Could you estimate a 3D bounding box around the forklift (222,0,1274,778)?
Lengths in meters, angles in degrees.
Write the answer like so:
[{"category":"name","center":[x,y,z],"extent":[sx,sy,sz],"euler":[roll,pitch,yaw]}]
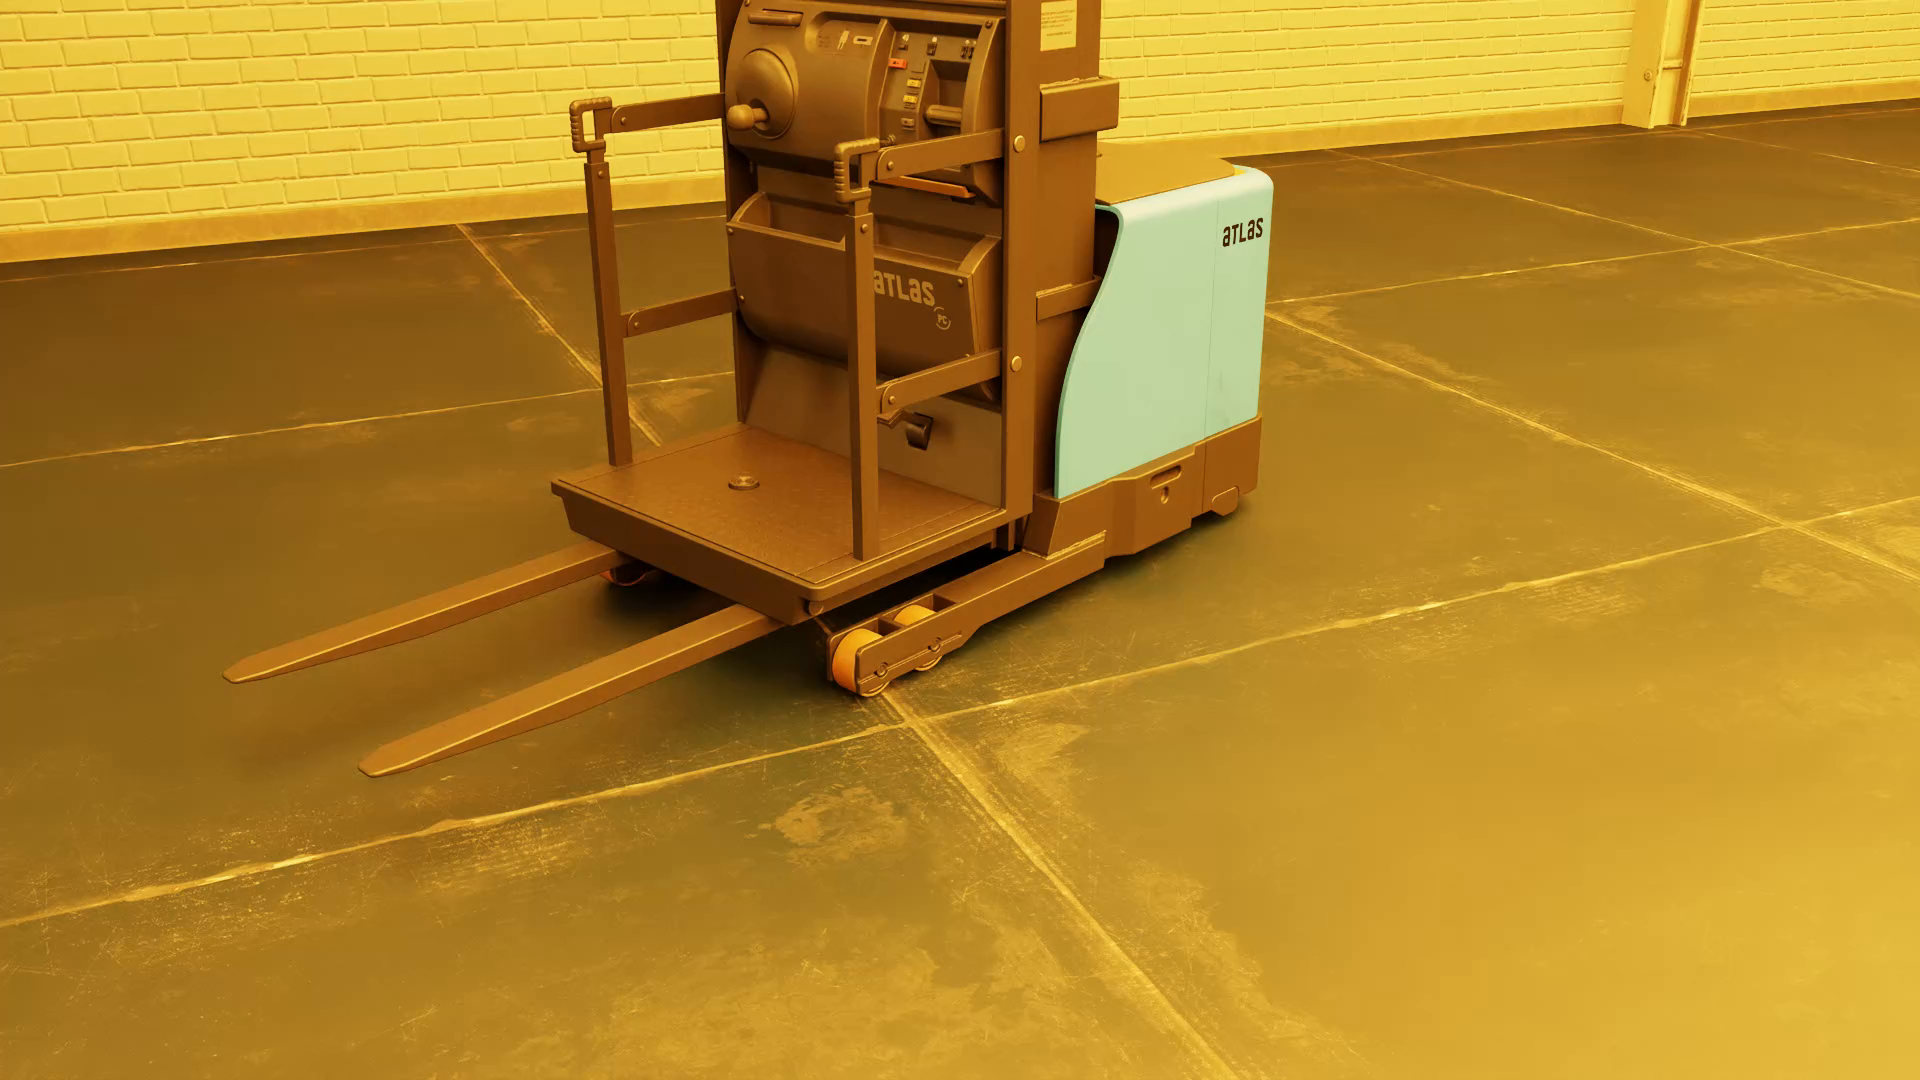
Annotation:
[{"category":"forklift","center":[-0.413,-1.182,4.131],"extent":[1.130,2.935,3.031],"euler":[19,29,39]}]
